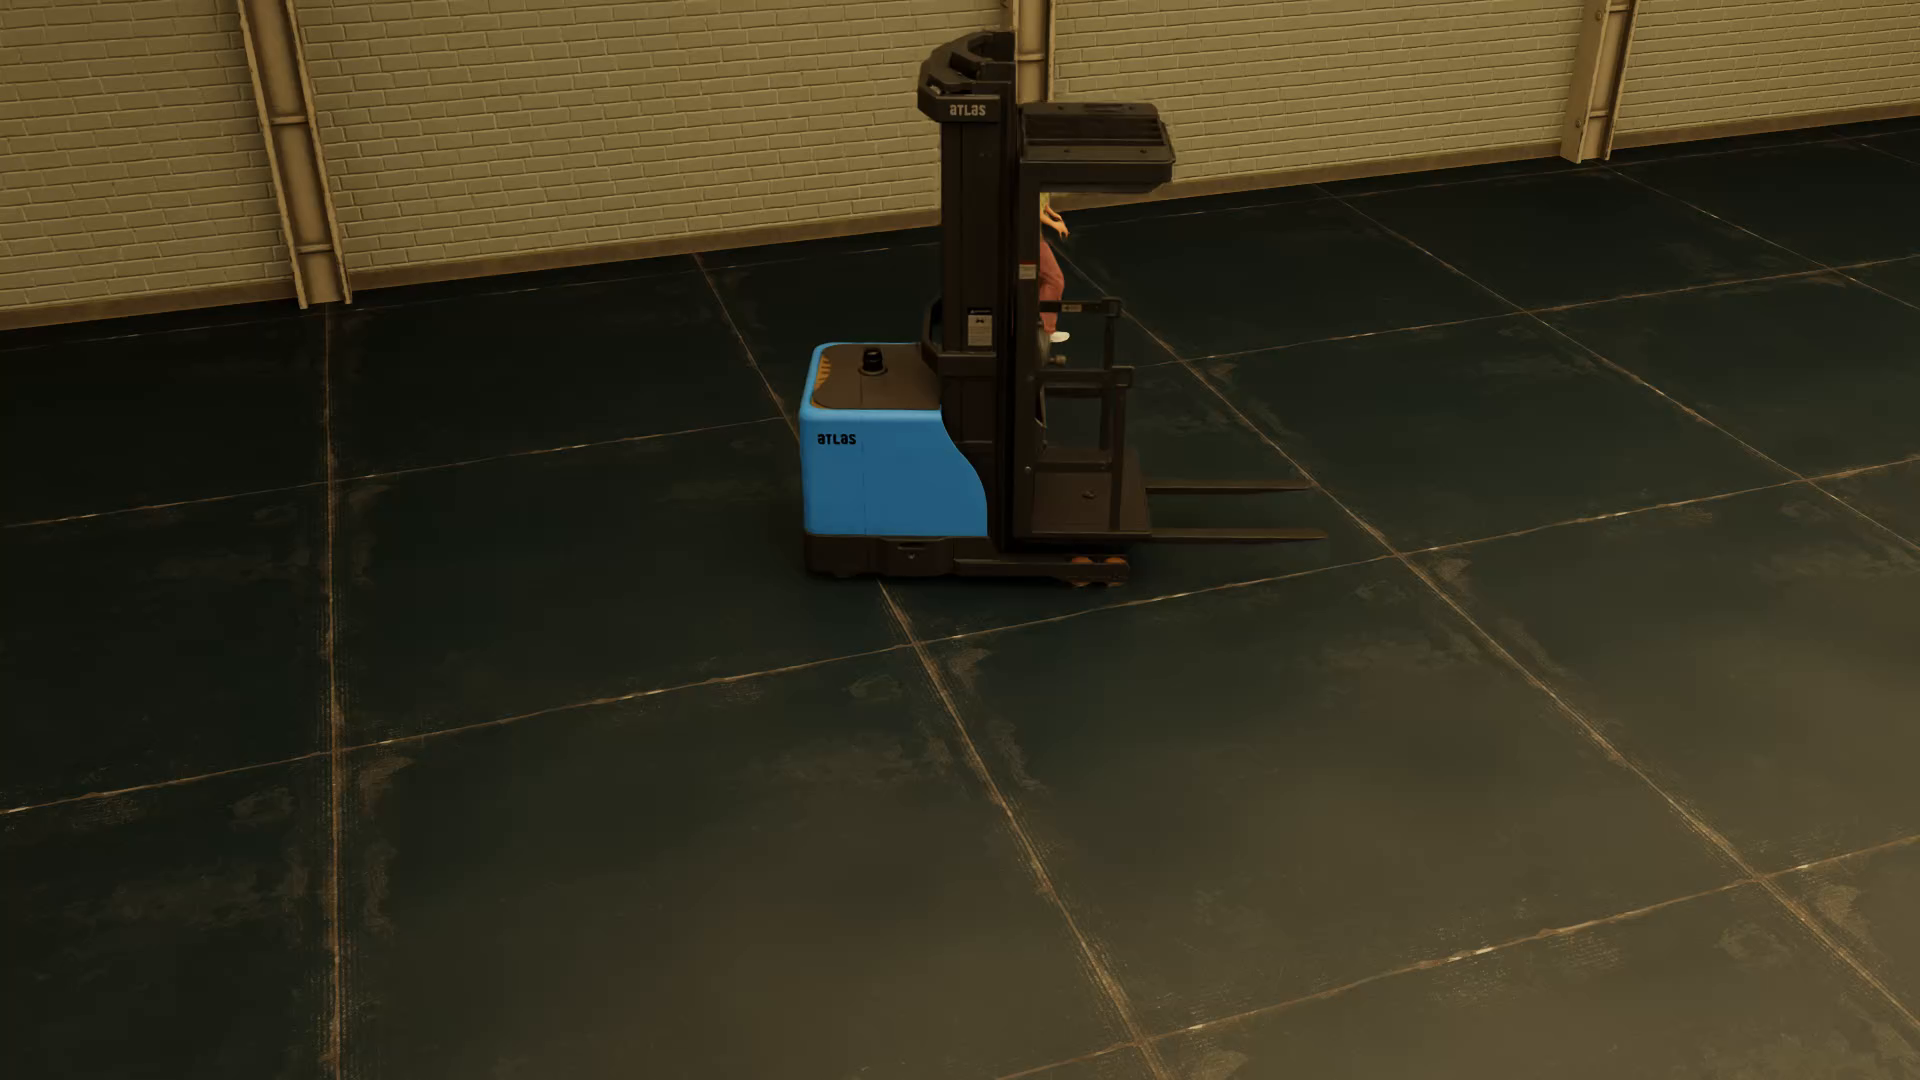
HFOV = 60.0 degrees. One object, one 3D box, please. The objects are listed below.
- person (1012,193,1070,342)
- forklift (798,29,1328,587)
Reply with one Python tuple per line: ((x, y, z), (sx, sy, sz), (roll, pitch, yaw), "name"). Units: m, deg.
((0.590, -2.253, 12.351), (0.477, 1.618, 0.687), (-2, 30, -4), "person")
((0.616, -1.272, 9.298), (3.031, 2.935, 1.130), (0, 30, 1), "forklift")
